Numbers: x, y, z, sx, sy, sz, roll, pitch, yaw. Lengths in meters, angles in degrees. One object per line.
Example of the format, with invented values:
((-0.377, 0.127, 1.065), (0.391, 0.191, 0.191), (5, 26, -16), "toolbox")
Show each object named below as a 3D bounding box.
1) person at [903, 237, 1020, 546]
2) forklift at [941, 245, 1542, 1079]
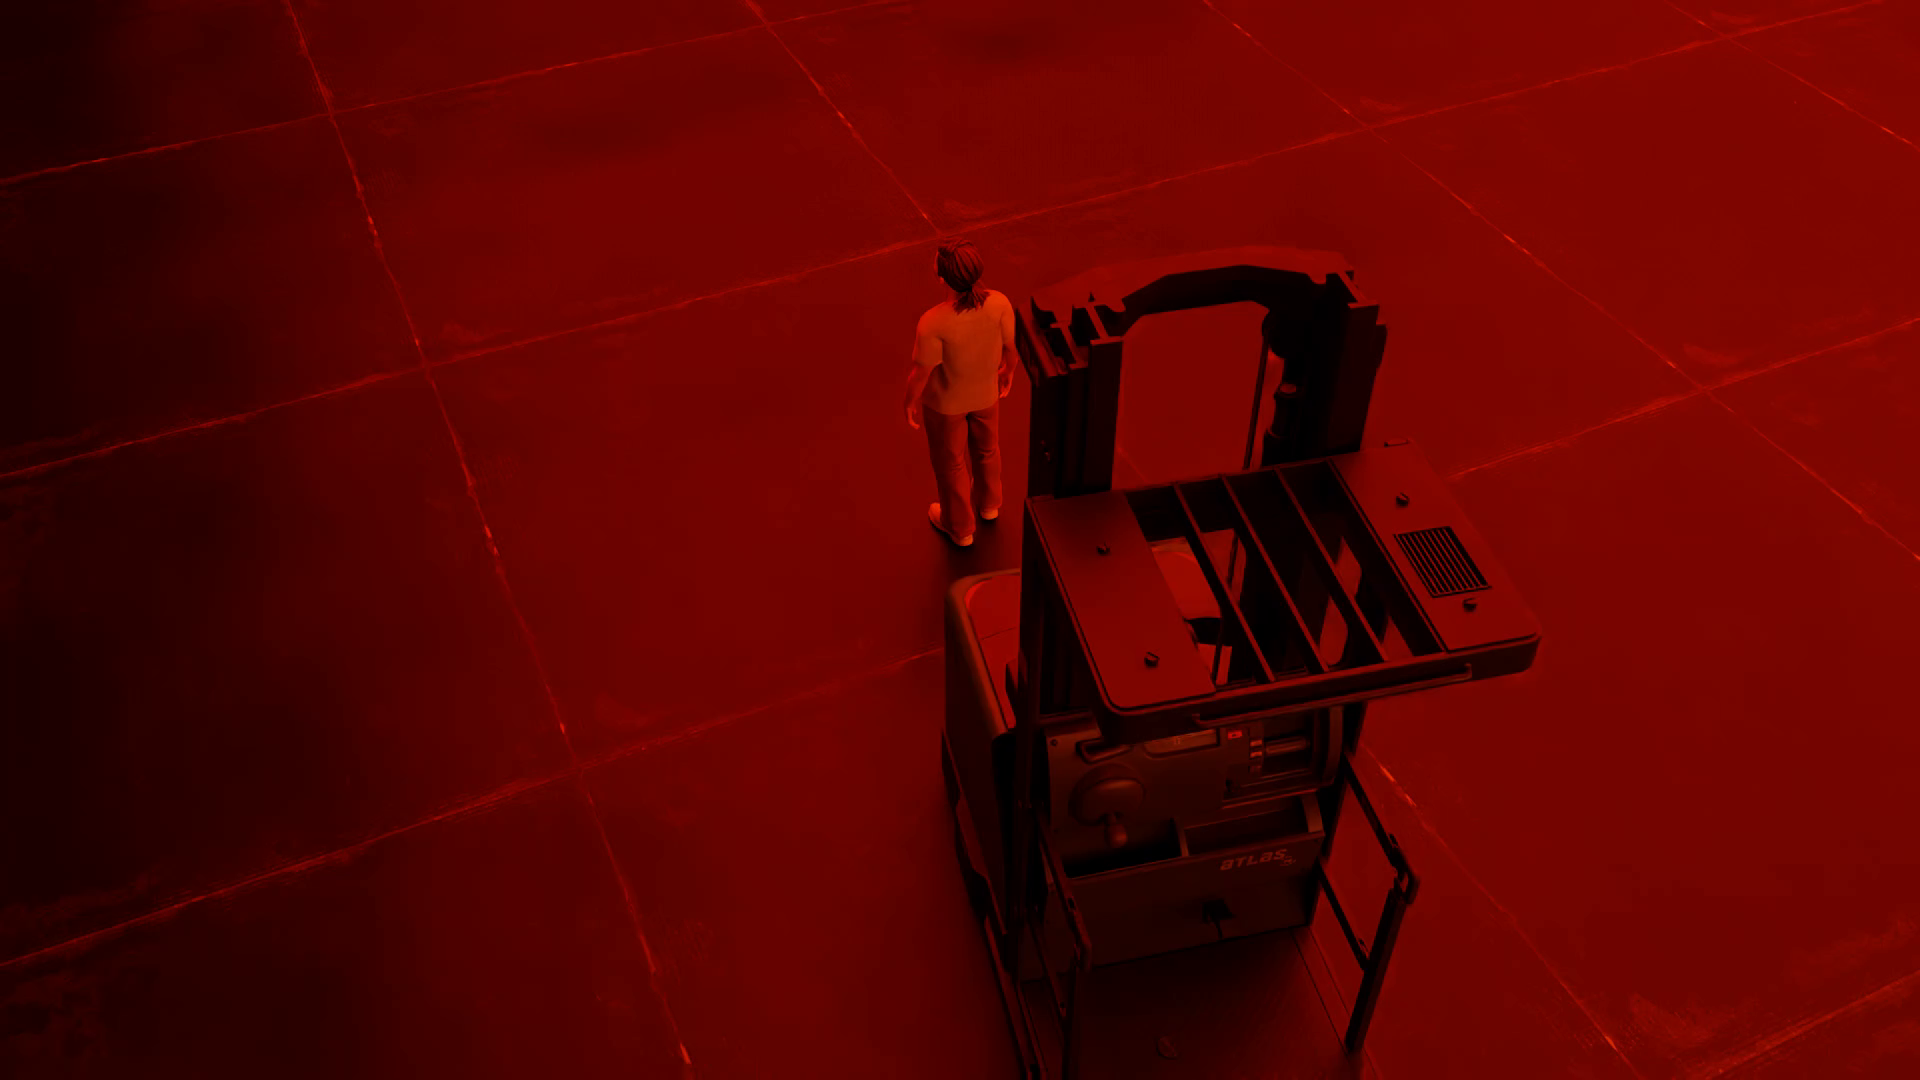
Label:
((-0.020, -0.667, 7.304), (0.553, 1.675, 0.549), (-18, 46, -18), "person")
((0.762, 0.761, 4.865), (1.130, 2.935, 3.031), (-9, 44, -10), "forklift")
